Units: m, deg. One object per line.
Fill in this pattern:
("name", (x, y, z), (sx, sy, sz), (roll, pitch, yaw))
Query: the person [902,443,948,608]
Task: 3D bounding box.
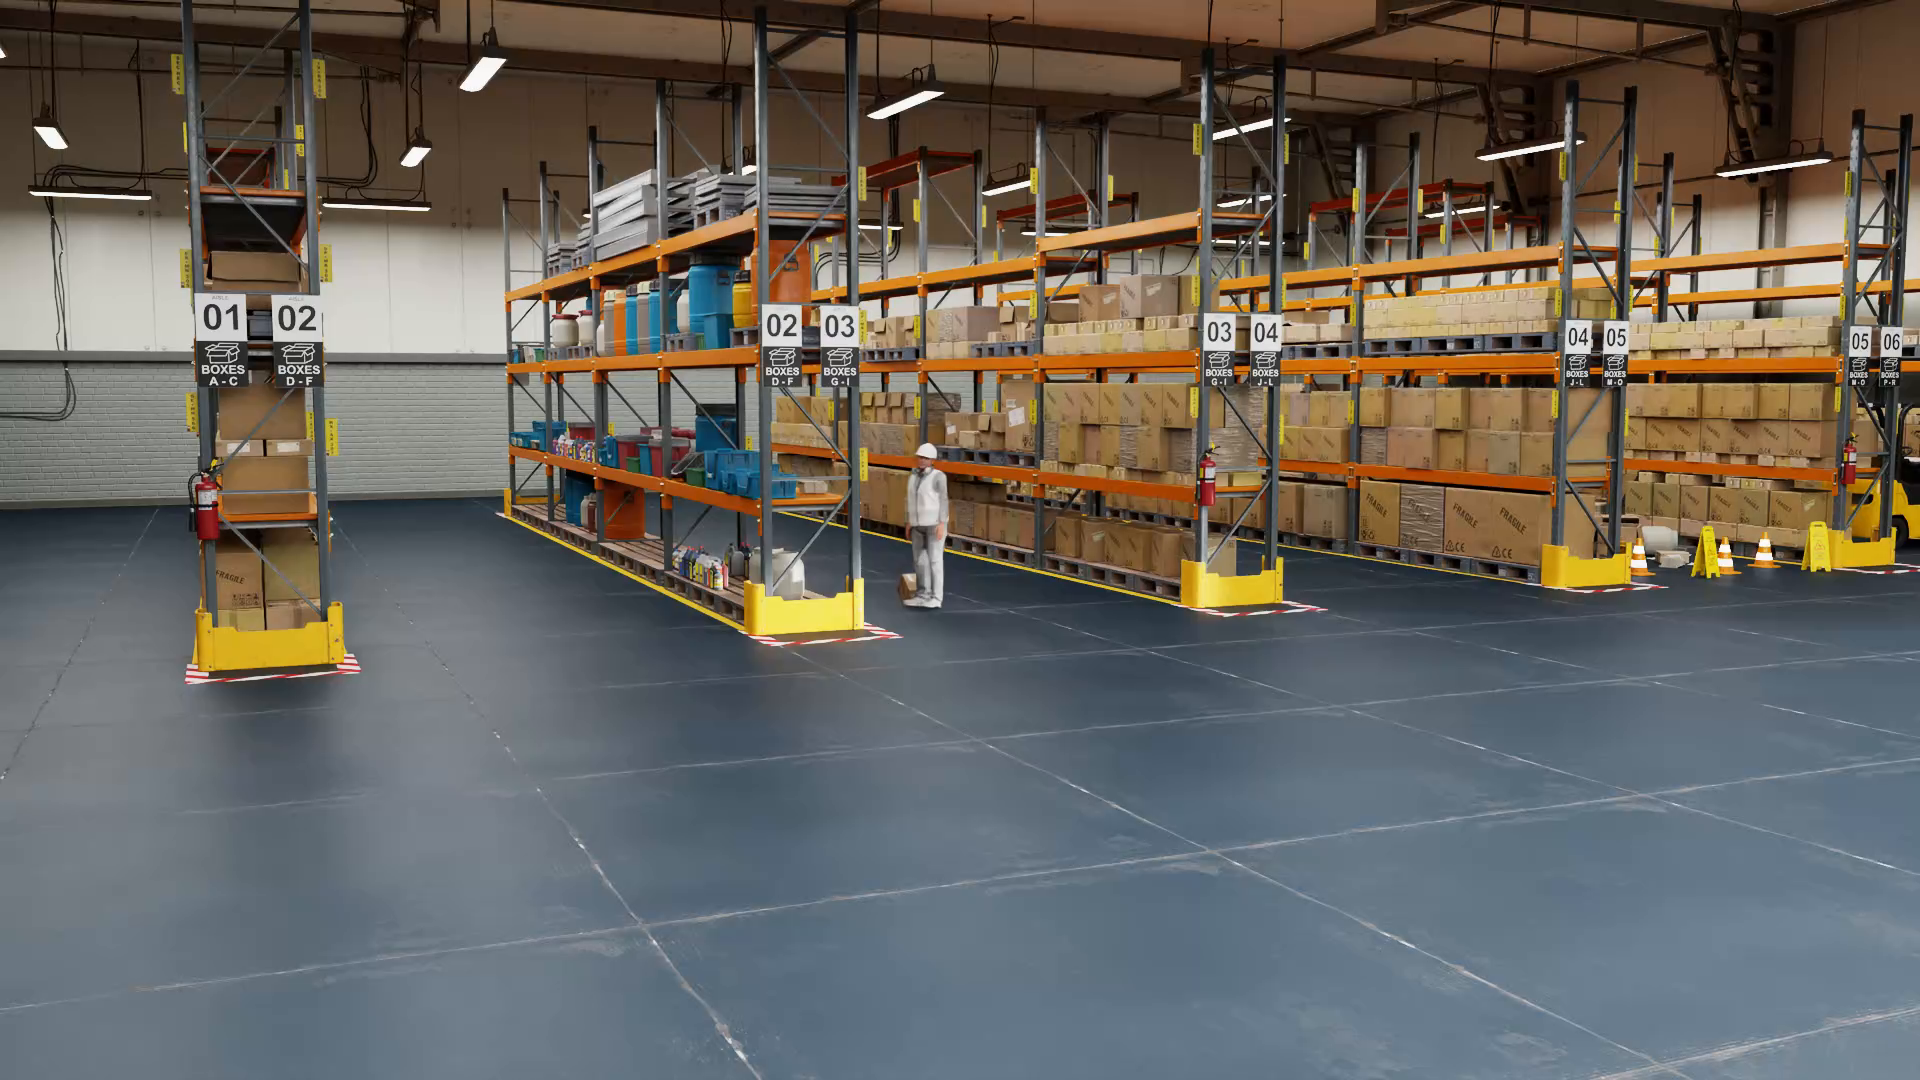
("person", (-0.393, -0.156, 17.975), (0.585, 1.781, 0.462), (4, 7, 40))
